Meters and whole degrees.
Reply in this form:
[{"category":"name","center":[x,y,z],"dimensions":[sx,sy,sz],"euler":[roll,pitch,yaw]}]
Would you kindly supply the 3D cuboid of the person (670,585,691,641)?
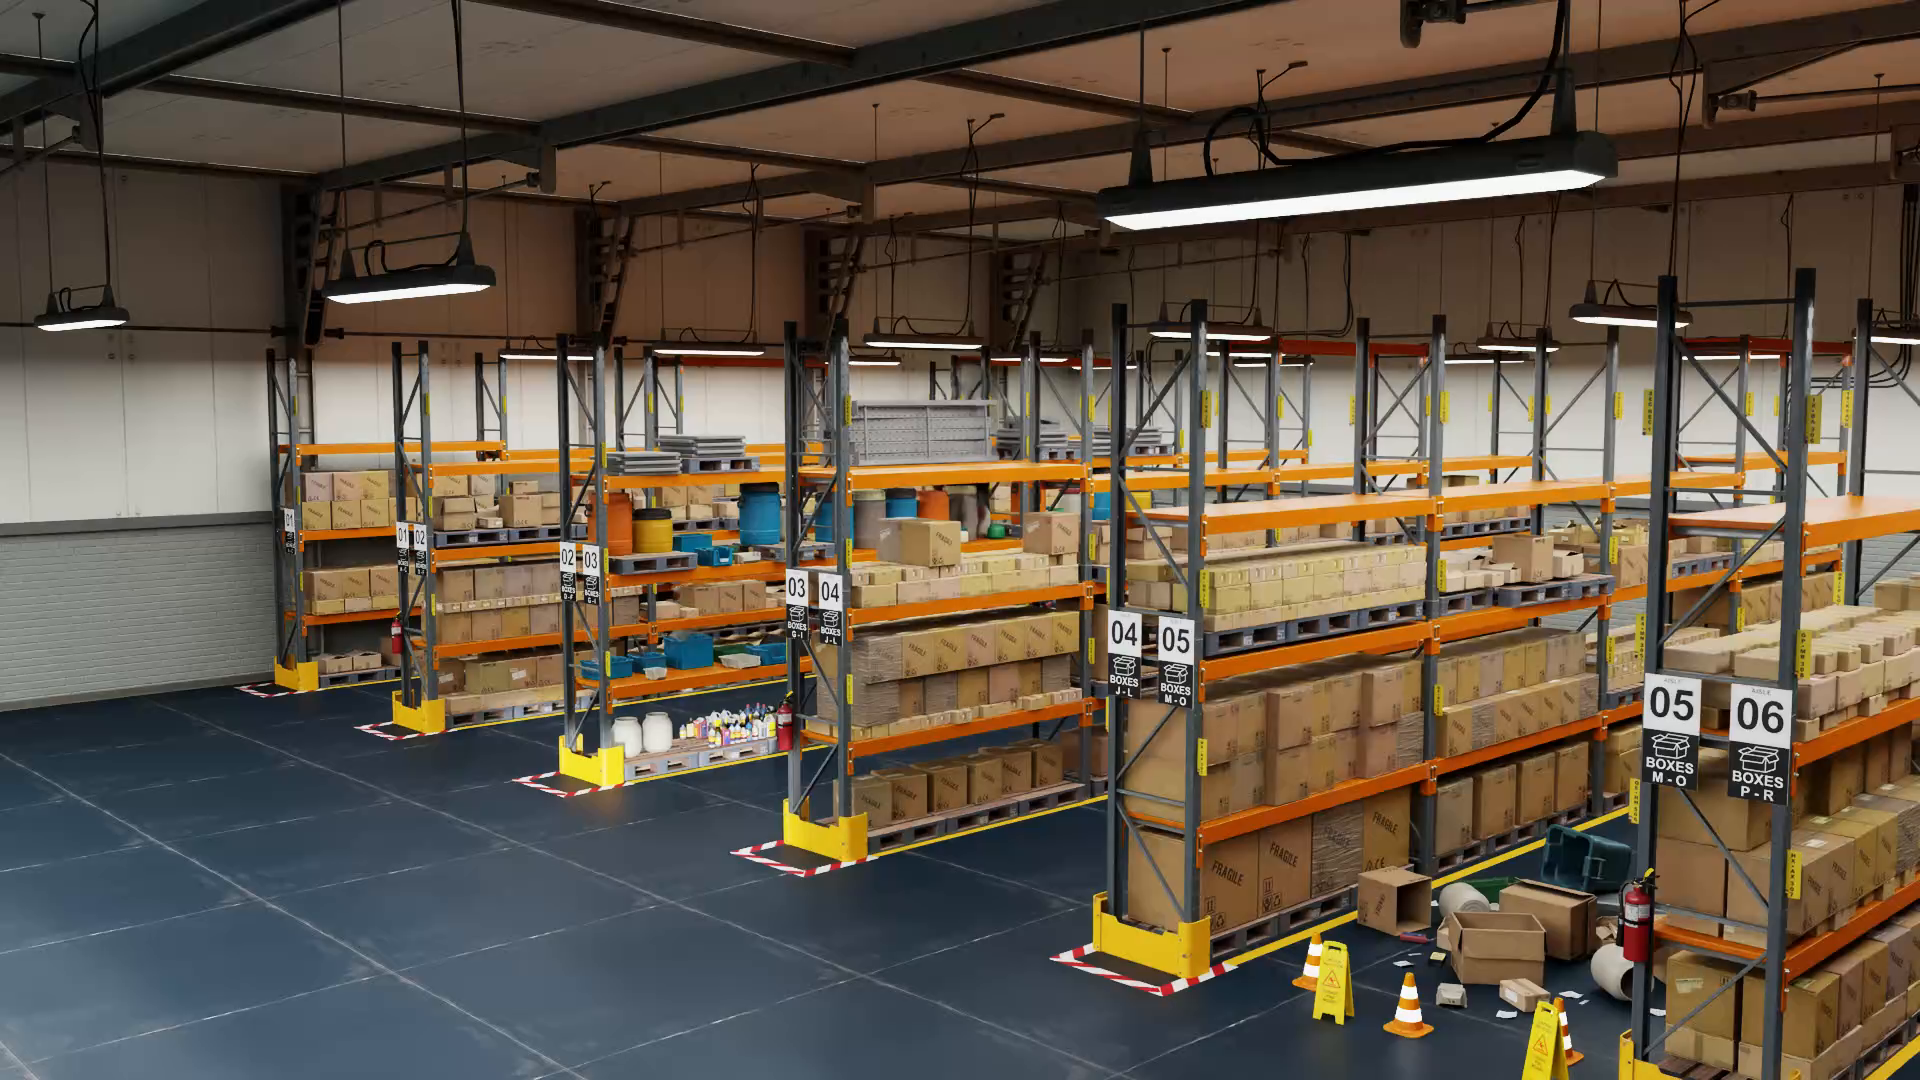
[{"category":"person","center":[-5.253,1.660,31.238],"dimensions":[0.571,1.626,0.640],"euler":[-4,7,-41]}]
